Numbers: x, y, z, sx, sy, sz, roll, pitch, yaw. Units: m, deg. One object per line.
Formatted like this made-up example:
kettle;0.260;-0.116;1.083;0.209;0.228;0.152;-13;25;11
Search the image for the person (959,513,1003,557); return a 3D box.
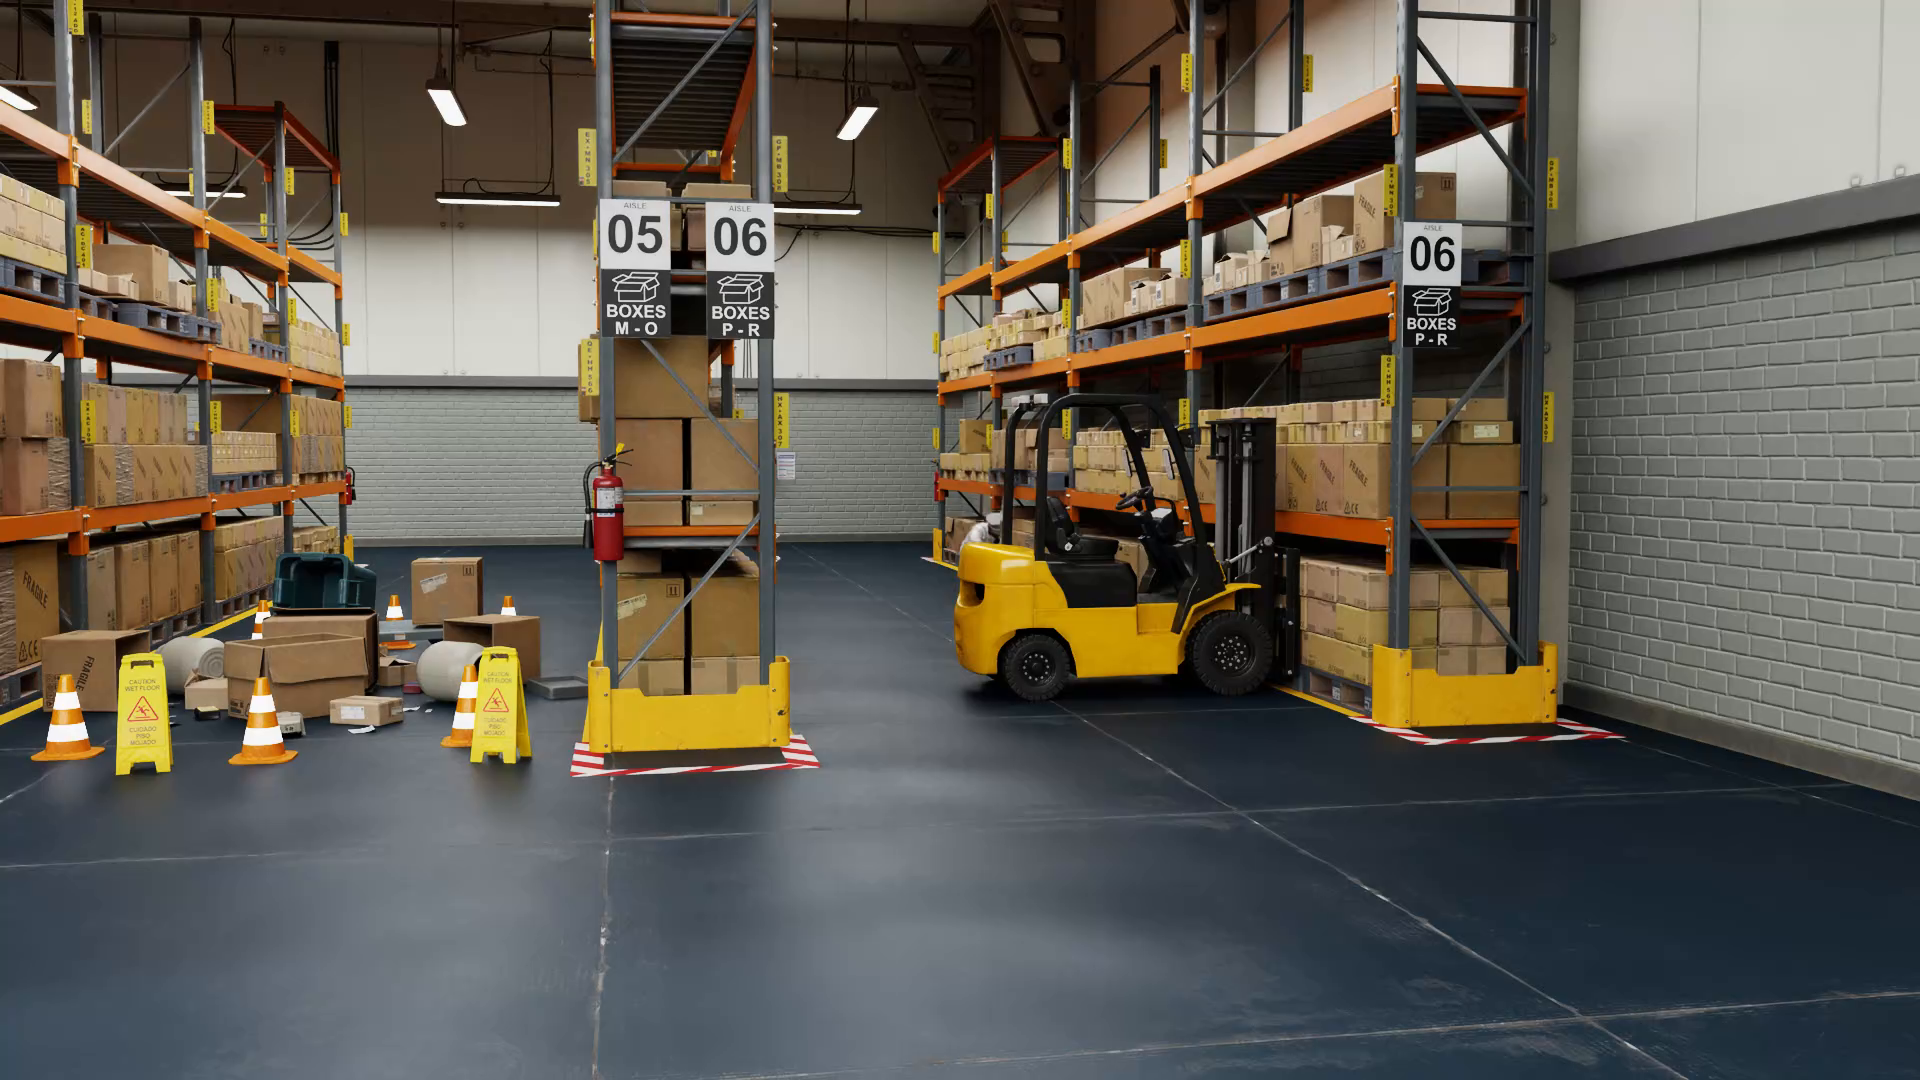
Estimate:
person;0.291;0.232;18.271;0.494;1.083;0.834;-1;3;-17
